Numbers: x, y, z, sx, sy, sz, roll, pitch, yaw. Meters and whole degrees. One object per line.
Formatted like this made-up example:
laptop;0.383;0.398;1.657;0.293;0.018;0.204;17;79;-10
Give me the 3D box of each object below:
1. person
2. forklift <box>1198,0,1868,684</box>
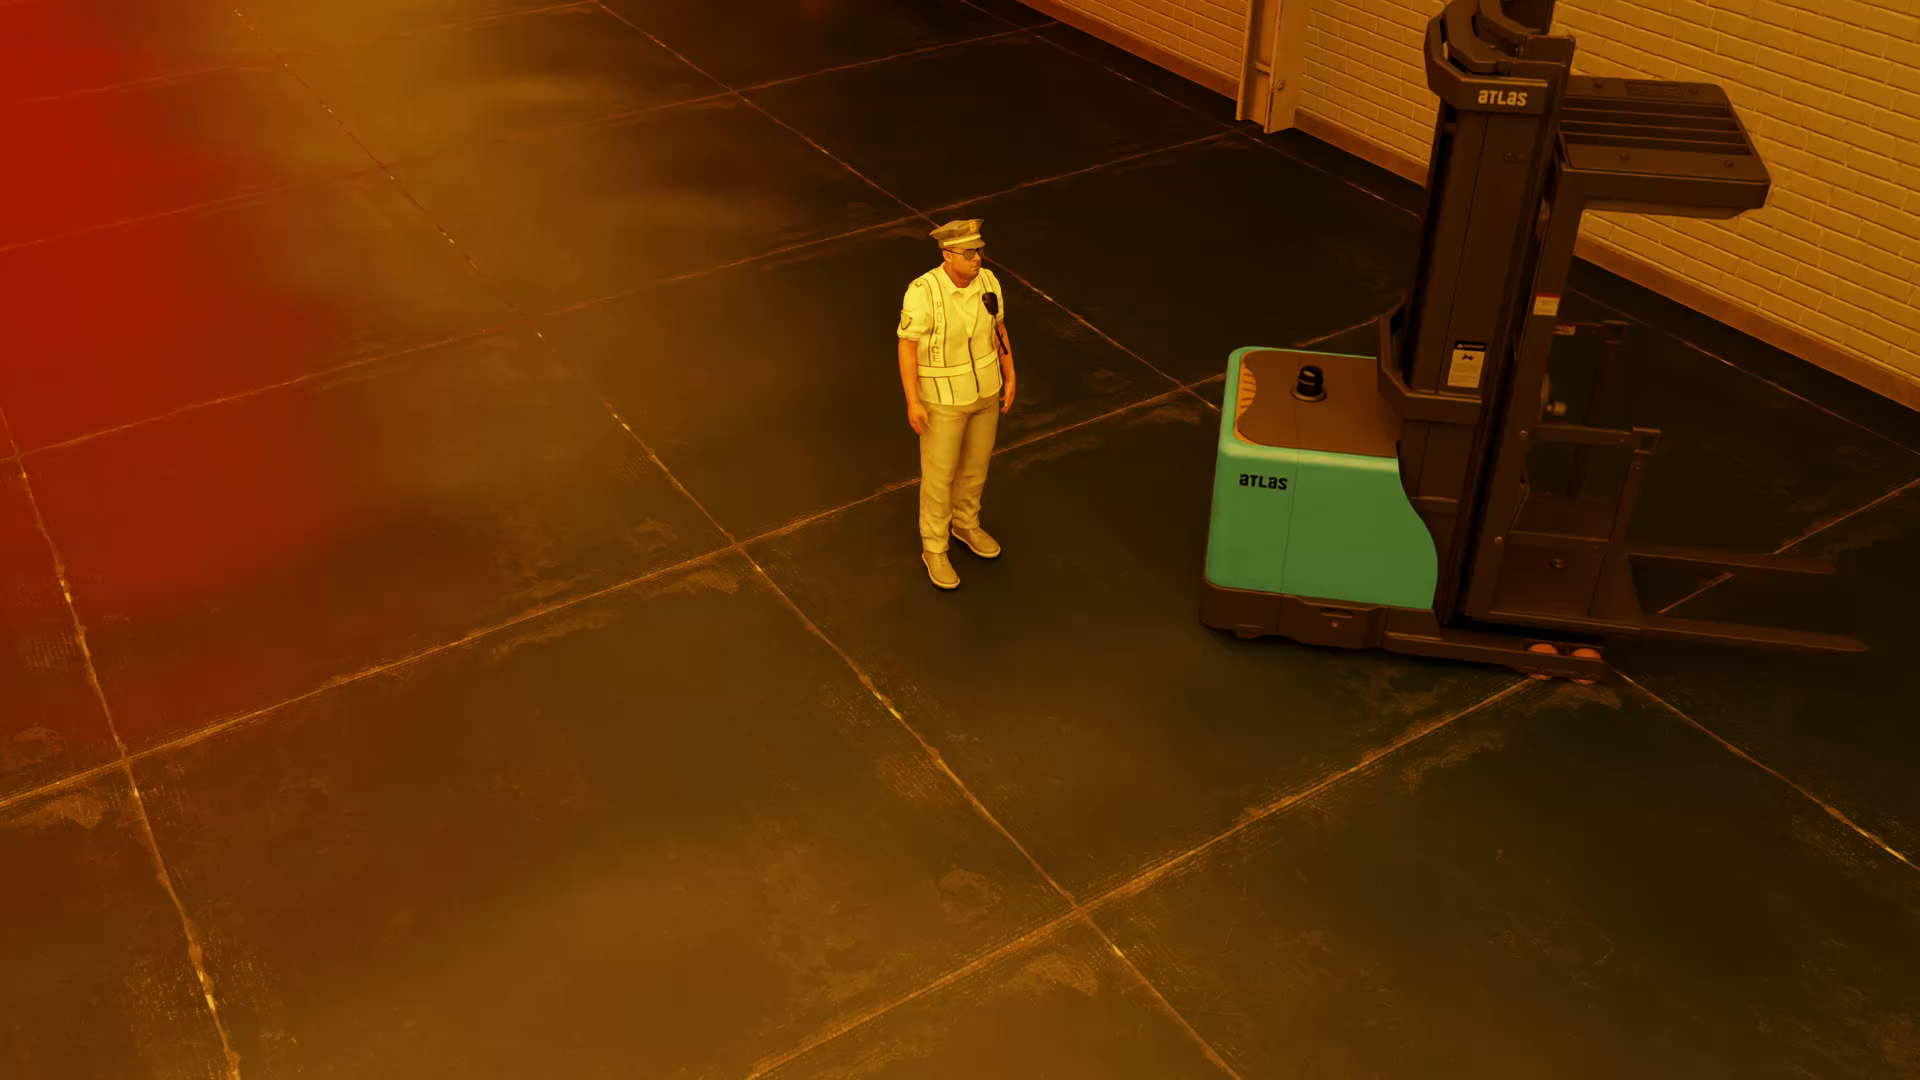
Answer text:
person;0.034;-0.694;8.121;0.642;1.782;0.572;-21;40;-27
forklift;2.721;-0.860;7.372;3.031;2.935;1.130;6;36;9
